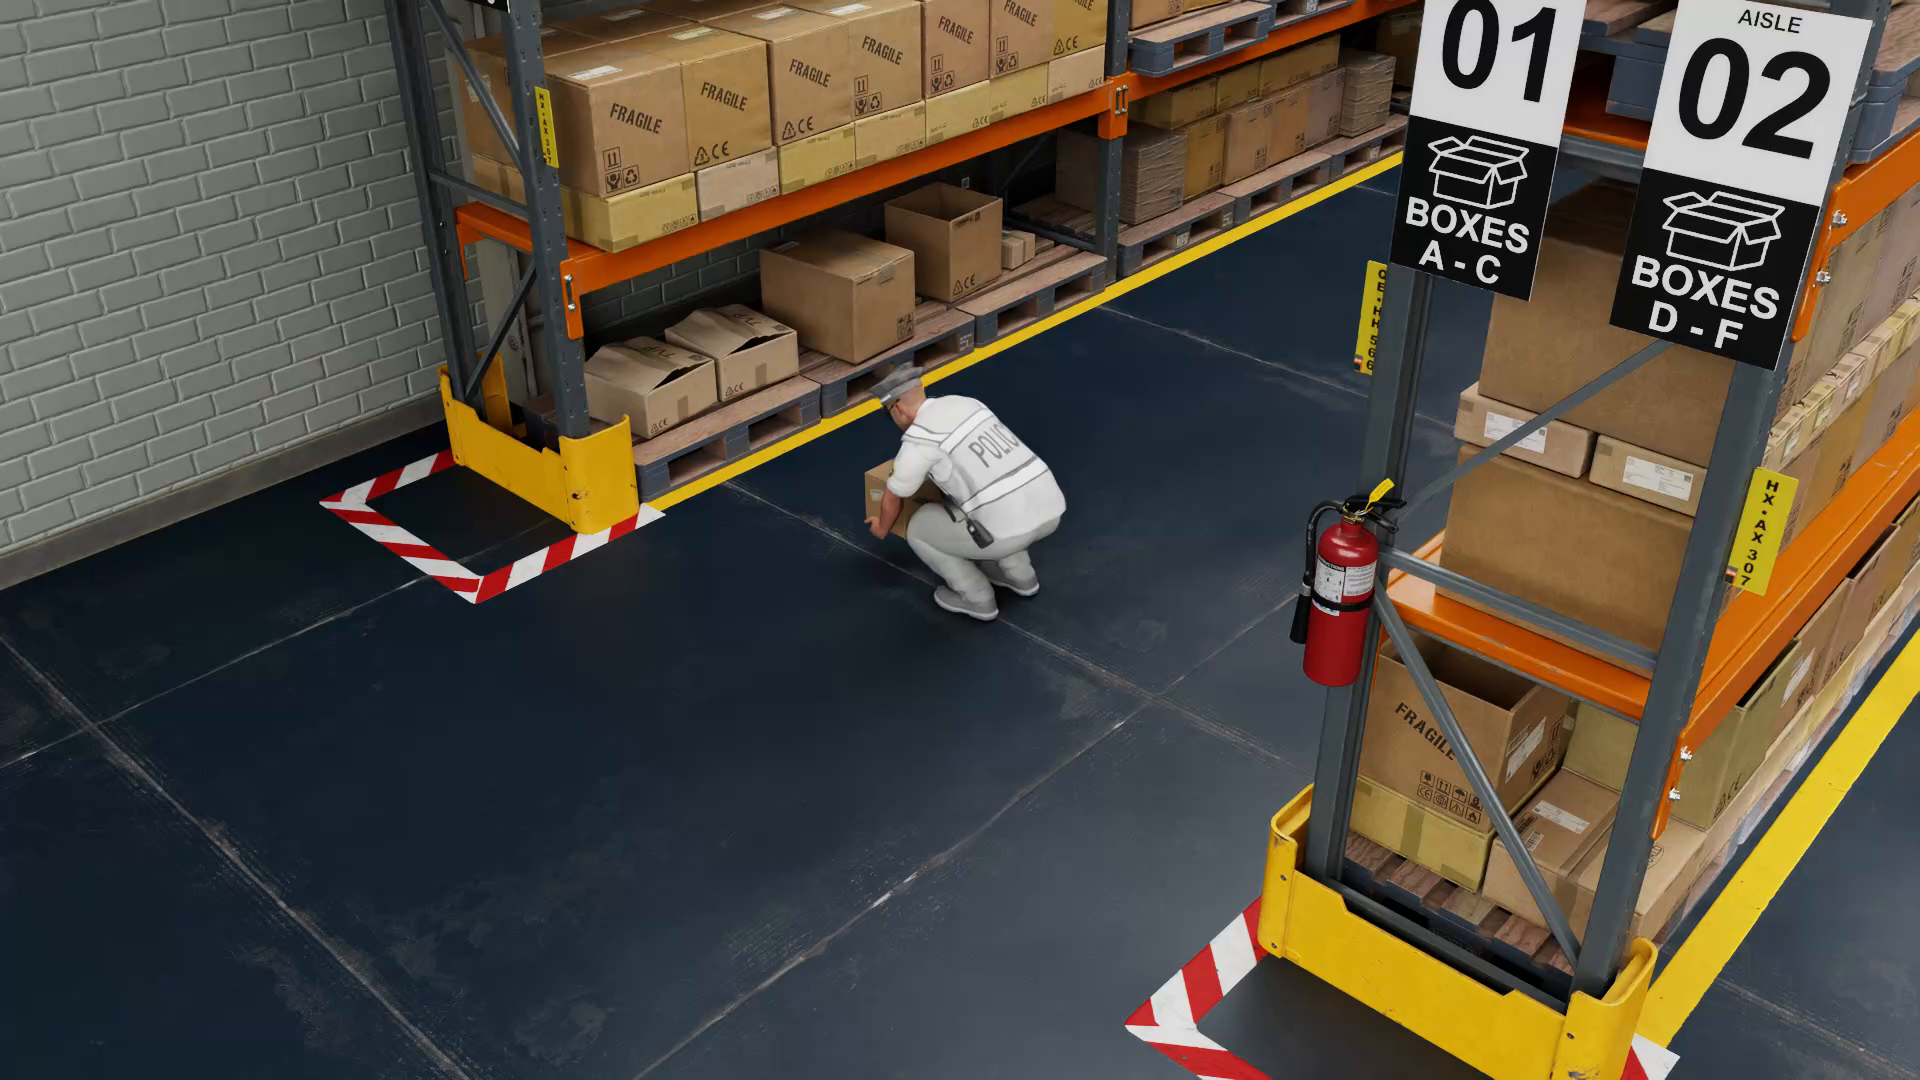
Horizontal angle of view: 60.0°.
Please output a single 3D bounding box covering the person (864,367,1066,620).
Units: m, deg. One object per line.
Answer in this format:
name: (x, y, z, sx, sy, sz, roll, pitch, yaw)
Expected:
person: (0.005, -0.214, 7.205, 0.914, 1.012, 0.558, 25, 39, 35)
